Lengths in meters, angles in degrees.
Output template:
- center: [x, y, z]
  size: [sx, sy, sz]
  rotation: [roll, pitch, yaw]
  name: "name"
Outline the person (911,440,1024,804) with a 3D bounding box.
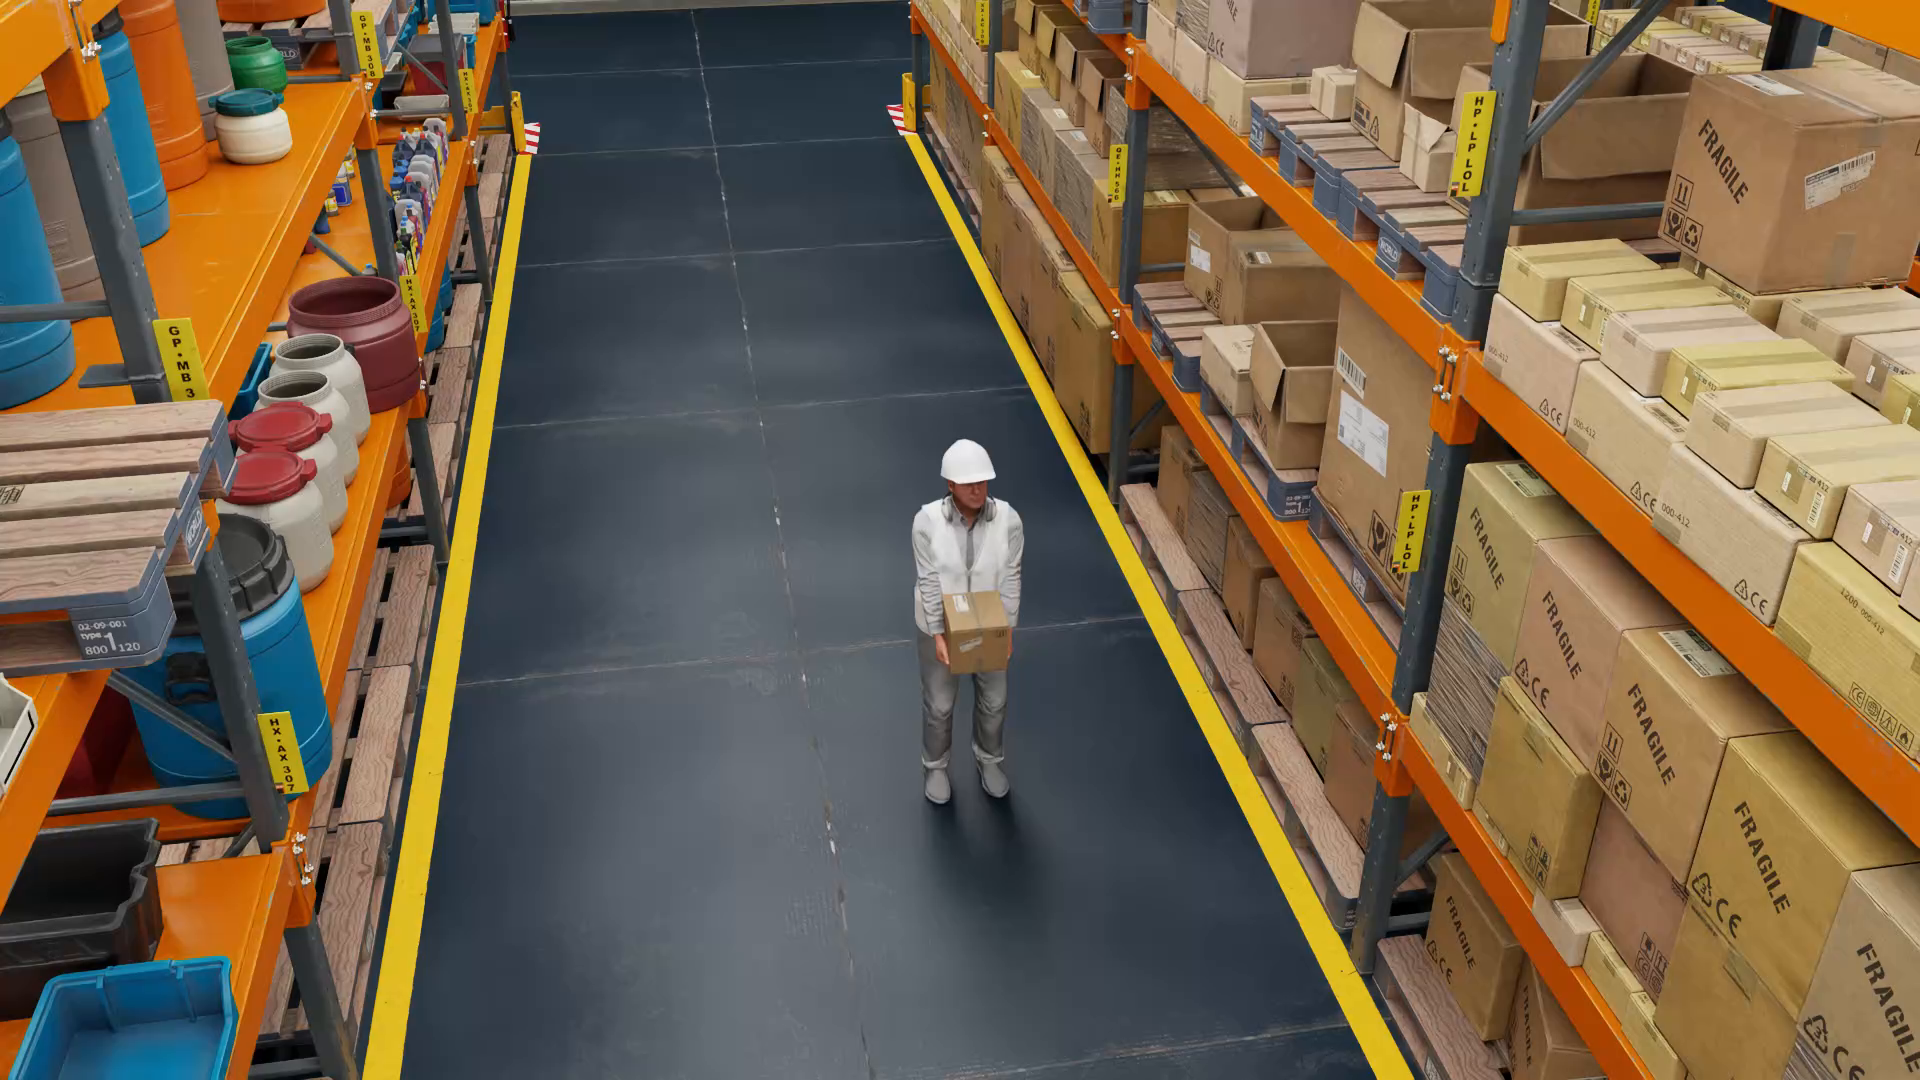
- center: [0.052, 0.421, 7.403]
  size: [0.494, 1.767, 0.554]
  rotation: [-5, 31, -8]
  name: "person"
